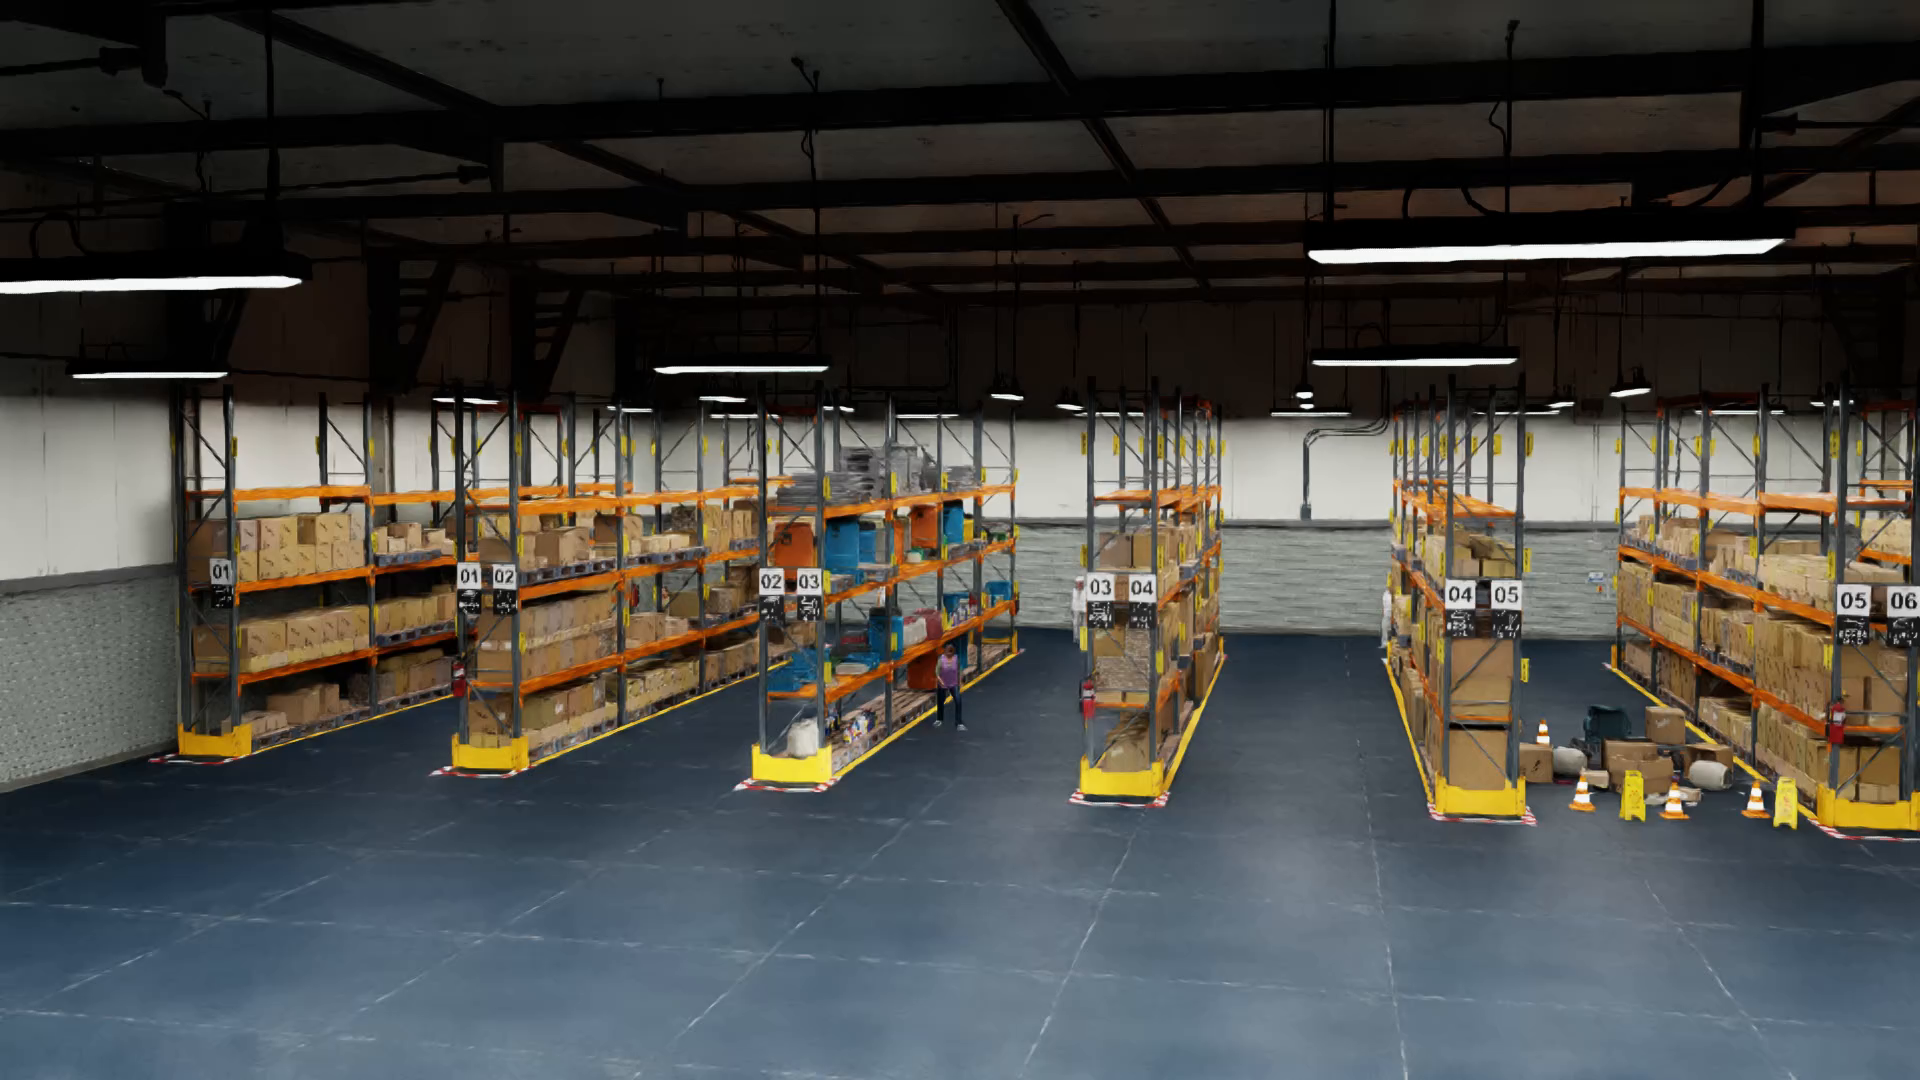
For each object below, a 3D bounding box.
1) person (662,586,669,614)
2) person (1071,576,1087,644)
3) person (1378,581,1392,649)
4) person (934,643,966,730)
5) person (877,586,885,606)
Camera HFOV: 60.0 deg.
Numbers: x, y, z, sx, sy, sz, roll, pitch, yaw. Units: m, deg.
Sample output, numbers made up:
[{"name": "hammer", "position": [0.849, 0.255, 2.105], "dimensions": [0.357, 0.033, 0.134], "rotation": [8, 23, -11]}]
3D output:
[{"name": "person", "position": [-7.197, 1.918, 40.613], "dimensions": [0.446, 1.591, 1.062], "rotation": [1, 3, 10]}, {"name": "person", "position": [3.096, 1.767, 42.450], "dimensions": [0.555, 1.725, 1.029], "rotation": [1, 3, 11]}, {"name": "person", "position": [10.750, 1.845, 41.244], "dimensions": [0.585, 1.695, 0.977], "rotation": [2, 4, 33]}, {"name": "person", "position": [-0.196, 2.573, 29.529], "dimensions": [0.562, 1.527, 0.782], "rotation": [0, 3, -5]}, {"name": "person", "position": [-2.089, 1.693, 44.440], "dimensions": [0.693, 1.656, 0.539], "rotation": [-2, 4, -30]}]
